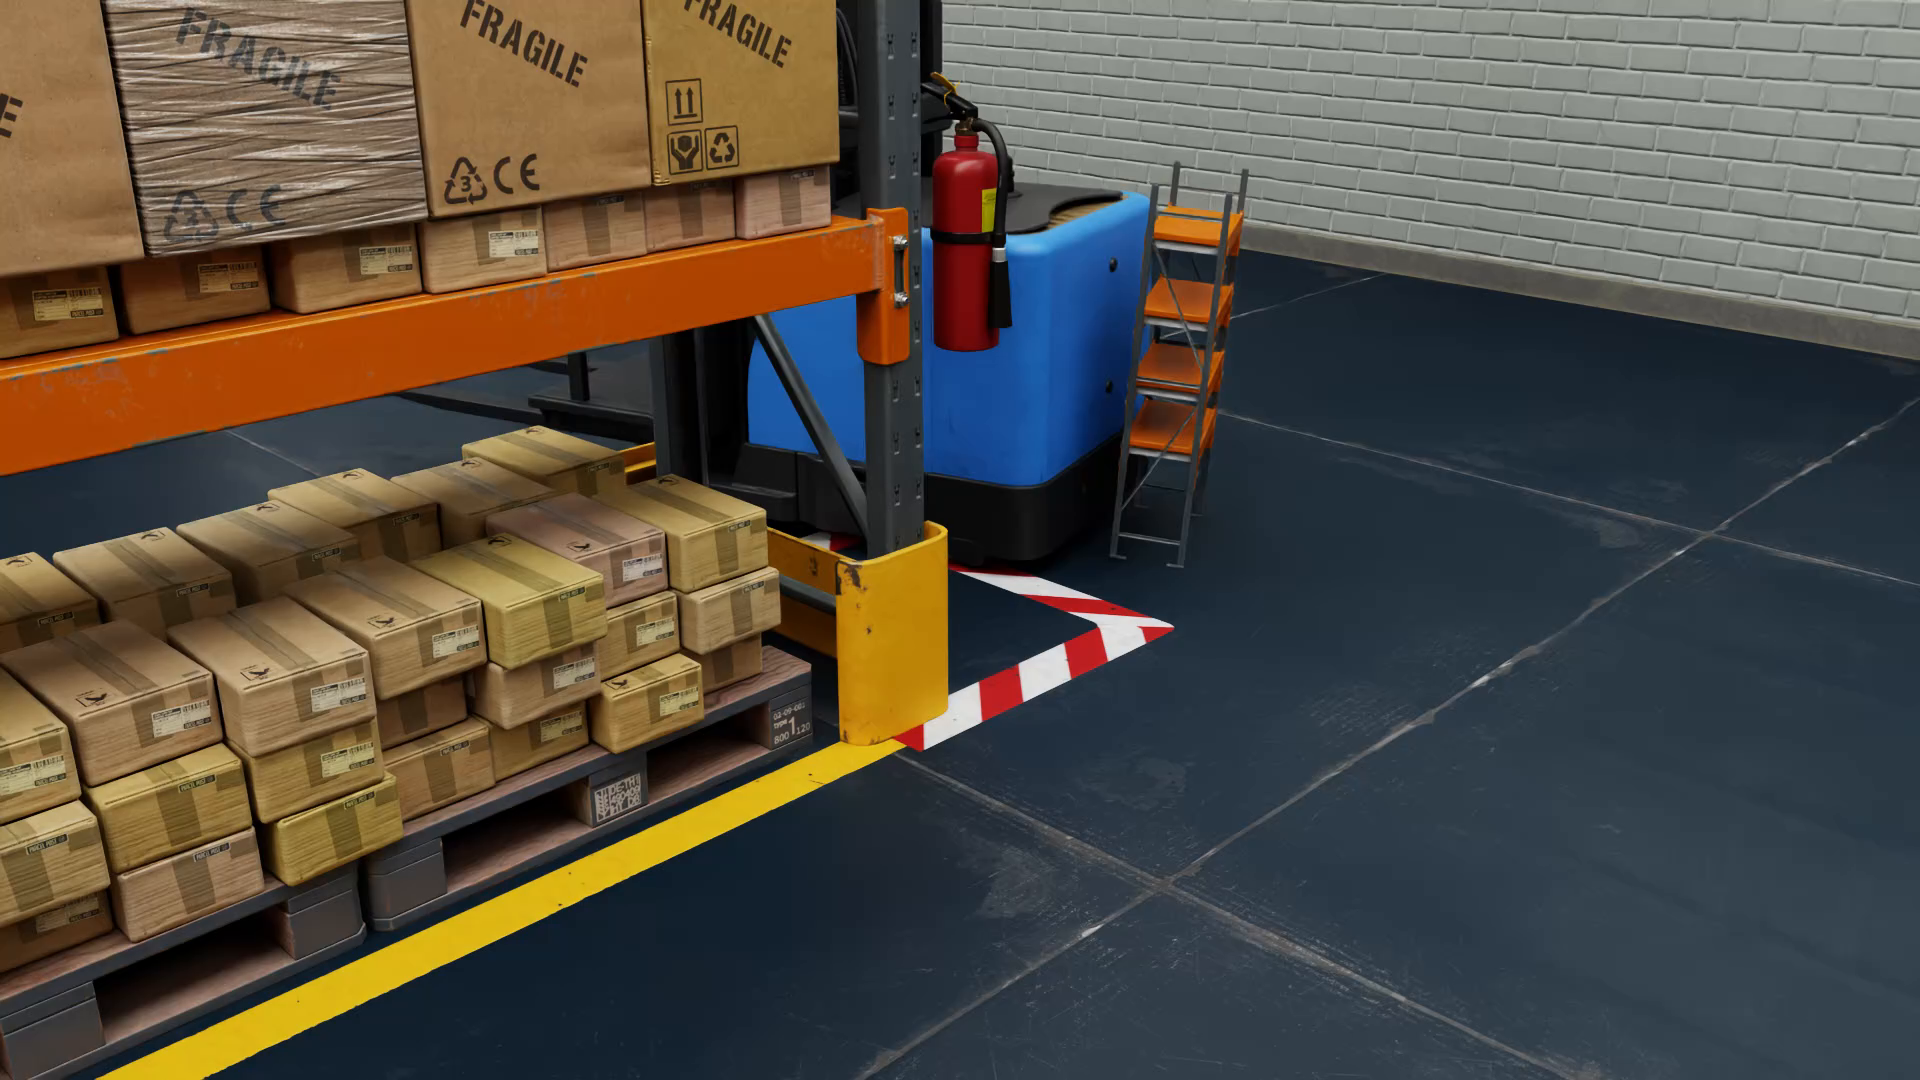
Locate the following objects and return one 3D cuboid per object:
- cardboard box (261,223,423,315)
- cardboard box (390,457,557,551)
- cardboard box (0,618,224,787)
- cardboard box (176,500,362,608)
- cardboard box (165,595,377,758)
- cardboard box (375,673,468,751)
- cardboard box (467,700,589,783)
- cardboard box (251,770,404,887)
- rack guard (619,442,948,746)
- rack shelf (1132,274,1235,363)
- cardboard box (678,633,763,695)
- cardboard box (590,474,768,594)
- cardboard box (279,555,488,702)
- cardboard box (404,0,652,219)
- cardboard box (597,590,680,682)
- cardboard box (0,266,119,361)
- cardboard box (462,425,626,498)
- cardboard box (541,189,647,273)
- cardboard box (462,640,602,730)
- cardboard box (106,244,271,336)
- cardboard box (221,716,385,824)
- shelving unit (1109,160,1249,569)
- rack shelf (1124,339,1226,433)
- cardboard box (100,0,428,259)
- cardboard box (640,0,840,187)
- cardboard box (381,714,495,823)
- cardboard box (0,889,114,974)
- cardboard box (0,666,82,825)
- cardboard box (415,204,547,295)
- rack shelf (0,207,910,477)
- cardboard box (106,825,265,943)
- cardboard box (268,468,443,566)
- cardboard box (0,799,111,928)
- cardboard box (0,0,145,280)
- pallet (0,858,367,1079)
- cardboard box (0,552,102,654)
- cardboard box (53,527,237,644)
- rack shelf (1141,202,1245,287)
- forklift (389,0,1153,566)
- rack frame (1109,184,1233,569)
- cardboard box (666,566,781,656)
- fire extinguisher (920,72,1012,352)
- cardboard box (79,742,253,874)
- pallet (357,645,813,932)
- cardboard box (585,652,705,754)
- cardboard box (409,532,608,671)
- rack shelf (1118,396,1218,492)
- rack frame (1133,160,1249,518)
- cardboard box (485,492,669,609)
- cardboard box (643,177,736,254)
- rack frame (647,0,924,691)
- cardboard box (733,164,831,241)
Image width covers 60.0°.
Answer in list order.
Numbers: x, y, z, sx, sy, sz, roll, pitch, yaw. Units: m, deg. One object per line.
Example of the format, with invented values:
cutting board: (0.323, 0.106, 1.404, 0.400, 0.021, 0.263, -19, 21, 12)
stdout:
cardboard box: (-1.246, -0.551, 3.178, 0.380, 0.149, 0.250, 18, 27, 38)
cardboard box: (-1.205, -0.070, 4.135, 0.250, 0.149, 0.380, -20, 28, -41)
cardboard box: (-1.621, 0.301, 3.170, 0.380, 0.149, 0.250, 18, 27, 39)
cardboard box: (-1.586, 0.047, 3.830, 0.380, 0.149, 0.250, 18, 27, 38)
cardboard box: (-1.357, 0.261, 3.274, 0.250, 0.149, 0.380, -19, 28, -40)
cardboard box: (-1.276, 0.303, 3.580, 0.380, 0.149, 0.250, 19, 28, 40)
cardboard box: (-1.061, 0.382, 3.787, 0.380, 0.149, 0.250, 19, 28, 40)
cardboard box: (-1.357, 0.530, 3.402, 0.380, 0.149, 0.250, 18, 27, 38)
rack guard: (-0.543, 0.109, 4.595, 1.175, 0.500, 0.348, 19, 28, 41)
rack shelf: (0.716, -0.711, 5.293, 0.258, 0.148, 0.480, 9, 23, 12)
cardboard box: (-0.708, 0.244, 4.146, 0.250, 0.149, 0.380, -20, 28, -41)
cardboard box: (-0.678, -0.021, 4.008, 0.380, 0.149, 0.250, 20, 28, 41)
cardboard box: (-1.210, 0.178, 3.490, 0.380, 0.149, 0.250, 18, 27, 39)
cardboard box: (-0.982, -0.952, 3.317, 0.500, 0.500, 0.500, 19, 28, 40)
cardboard box: (-0.875, 0.179, 3.902, 0.380, 0.149, 0.250, 18, 28, 39)
cardboard box: (-1.650, -0.425, 2.848, 0.250, 0.149, 0.380, -20, 28, -41)
cardboard box: (-1.099, -0.171, 4.398, 0.380, 0.149, 0.250, 18, 27, 38)
cardboard box: (-0.880, -0.683, 3.521, 0.380, 0.149, 0.250, 19, 28, 40)
cardboard box: (-1.015, 0.259, 3.693, 0.380, 0.149, 0.250, 18, 27, 39)
cardboard box: (-1.477, -0.497, 3.037, 0.380, 0.149, 0.250, 18, 27, 38)
cardboard box: (-1.367, 0.396, 3.338, 0.250, 0.149, 0.380, -20, 28, -41)
shelving unit: (0.705, -0.567, 5.352, 0.258, 1.200, 0.503, 9, 23, 12)
rack shelf: (0.700, -0.505, 5.378, 0.258, 0.148, 0.480, 9, 23, 12)
cardboard box: (-1.329, -0.820, 2.972, 0.500, 0.500, 0.500, 19, 28, 41)
cardboard box: (-0.619, -1.083, 3.658, 0.500, 0.500, 0.500, -19, 28, -41)
cardboard box: (-1.224, 0.449, 3.614, 0.380, 0.149, 0.250, 20, 28, 41)
cardboard box: (-1.792, 0.642, 3.113, 0.250, 0.149, 0.380, -19, 28, -41)
cardboard box: (-1.783, 0.375, 2.976, 0.380, 0.149, 0.250, 19, 28, 41)
cardboard box: (-1.041, -0.612, 3.335, 0.250, 0.149, 0.380, -19, 28, -41)
rack shelf: (-1.885, -0.228, 2.989, 1.077, 0.370, 4.000, 19, 28, 41)
cardboard box: (-1.562, 0.595, 3.233, 0.250, 0.149, 0.380, -20, 28, -41)
cardboard box: (-1.473, -0.037, 4.050, 0.380, 0.149, 0.250, 19, 28, 40)
cardboard box: (-1.731, 0.535, 2.977, 0.380, 0.149, 0.250, 20, 28, 41)
cardboard box: (-1.684, -0.694, 2.645, 0.500, 0.500, 0.500, -18, 28, -39)
pallet: (-1.986, 0.755, 3.315, 1.003, 0.211, 1.213, 19, 28, 41)
cardboard box: (-2.003, 0.172, 3.505, 0.250, 0.149, 0.380, -20, 28, -41)
cardboard box: (-1.787, 0.116, 3.651, 0.250, 0.149, 0.380, -19, 28, -40)
rack shelf: (0.733, -0.930, 5.205, 0.258, 0.148, 0.480, 9, 23, 12)
forklift: (-0.873, -1.639, 5.752, 3.031, 2.935, 1.130, 10, 23, 25)
rack frame: (0.643, -0.482, 5.132, 0.240, 1.200, 0.015, 9, 23, 12)
cardboard box: (-0.654, 0.125, 4.042, 0.380, 0.149, 0.250, 18, 28, 39)
fire extinguisher: (0.016, -0.817, 4.146, 0.296, 0.674, 0.183, 19, 28, 41)
cardboard box: (-1.559, 0.457, 3.179, 0.250, 0.149, 0.380, -18, 28, -39)
pallet: (-1.135, 0.443, 4.127, 1.003, 0.211, 1.213, 19, 28, 41)
cardboard box: (-0.815, 0.336, 3.908, 0.250, 0.149, 0.380, -19, 28, -40)
cardboard box: (-0.984, 0.127, 3.621, 0.380, 0.149, 0.250, 18, 28, 39)
rack shelf: (0.686, -0.321, 5.452, 0.258, 0.148, 0.480, 9, 23, 12)
rack frame: (0.766, -0.652, 5.573, 0.240, 1.200, 0.015, 9, 23, 12)
cardboard box: (-0.894, 0.029, 3.877, 0.250, 0.149, 0.380, -20, 28, -41)
cardboard box: (-0.715, -0.751, 3.699, 0.380, 0.149, 0.250, 19, 28, 41)
rack frame: (-0.490, -1.078, 4.198, 1.000, 3.000, 0.127, 19, 28, 41)
cardboard box: (-0.515, -0.806, 3.841, 0.380, 0.149, 0.250, 19, 28, 41)
